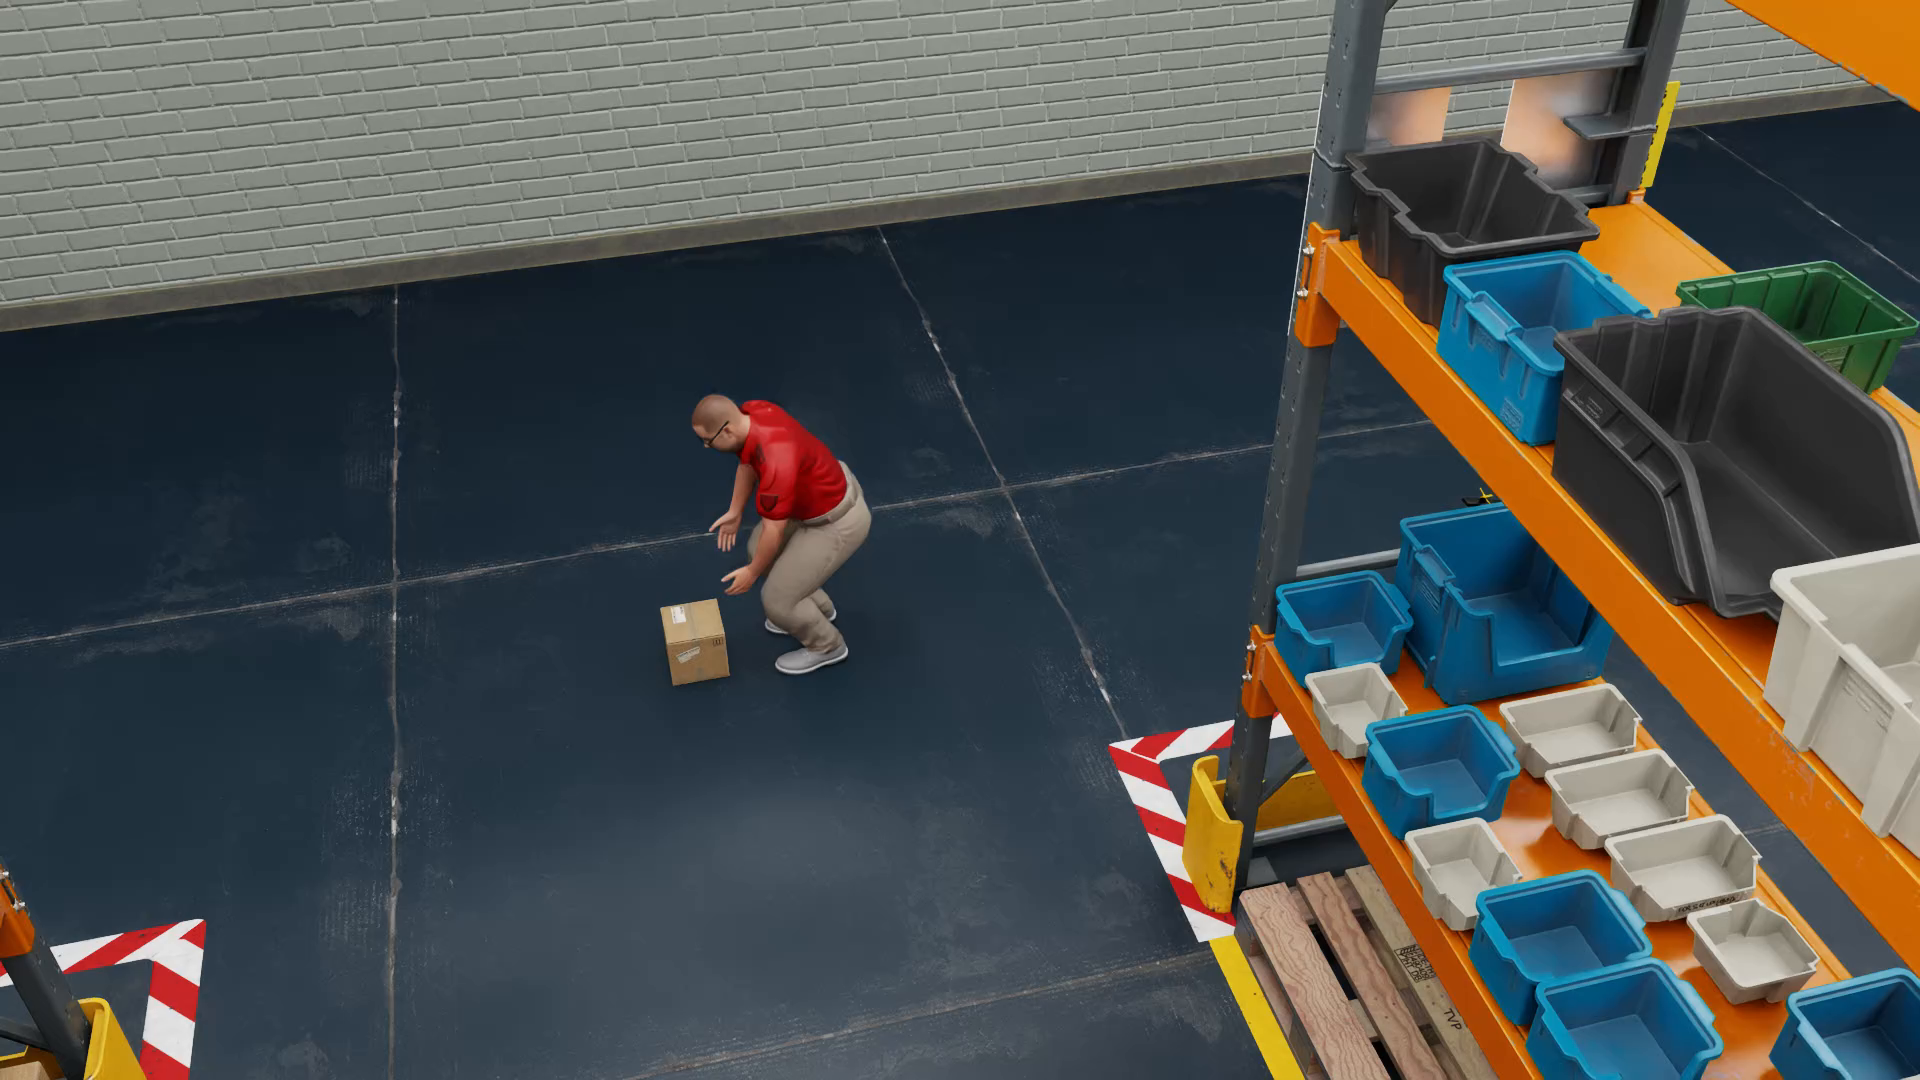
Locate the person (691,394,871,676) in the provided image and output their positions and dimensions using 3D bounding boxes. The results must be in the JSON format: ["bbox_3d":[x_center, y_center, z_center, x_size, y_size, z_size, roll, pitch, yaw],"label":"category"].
[{"bbox_3d":[-0.729,-0.054,7.065,0.707,1.409,0.590,-9,39,-12],"label":"person"}]
